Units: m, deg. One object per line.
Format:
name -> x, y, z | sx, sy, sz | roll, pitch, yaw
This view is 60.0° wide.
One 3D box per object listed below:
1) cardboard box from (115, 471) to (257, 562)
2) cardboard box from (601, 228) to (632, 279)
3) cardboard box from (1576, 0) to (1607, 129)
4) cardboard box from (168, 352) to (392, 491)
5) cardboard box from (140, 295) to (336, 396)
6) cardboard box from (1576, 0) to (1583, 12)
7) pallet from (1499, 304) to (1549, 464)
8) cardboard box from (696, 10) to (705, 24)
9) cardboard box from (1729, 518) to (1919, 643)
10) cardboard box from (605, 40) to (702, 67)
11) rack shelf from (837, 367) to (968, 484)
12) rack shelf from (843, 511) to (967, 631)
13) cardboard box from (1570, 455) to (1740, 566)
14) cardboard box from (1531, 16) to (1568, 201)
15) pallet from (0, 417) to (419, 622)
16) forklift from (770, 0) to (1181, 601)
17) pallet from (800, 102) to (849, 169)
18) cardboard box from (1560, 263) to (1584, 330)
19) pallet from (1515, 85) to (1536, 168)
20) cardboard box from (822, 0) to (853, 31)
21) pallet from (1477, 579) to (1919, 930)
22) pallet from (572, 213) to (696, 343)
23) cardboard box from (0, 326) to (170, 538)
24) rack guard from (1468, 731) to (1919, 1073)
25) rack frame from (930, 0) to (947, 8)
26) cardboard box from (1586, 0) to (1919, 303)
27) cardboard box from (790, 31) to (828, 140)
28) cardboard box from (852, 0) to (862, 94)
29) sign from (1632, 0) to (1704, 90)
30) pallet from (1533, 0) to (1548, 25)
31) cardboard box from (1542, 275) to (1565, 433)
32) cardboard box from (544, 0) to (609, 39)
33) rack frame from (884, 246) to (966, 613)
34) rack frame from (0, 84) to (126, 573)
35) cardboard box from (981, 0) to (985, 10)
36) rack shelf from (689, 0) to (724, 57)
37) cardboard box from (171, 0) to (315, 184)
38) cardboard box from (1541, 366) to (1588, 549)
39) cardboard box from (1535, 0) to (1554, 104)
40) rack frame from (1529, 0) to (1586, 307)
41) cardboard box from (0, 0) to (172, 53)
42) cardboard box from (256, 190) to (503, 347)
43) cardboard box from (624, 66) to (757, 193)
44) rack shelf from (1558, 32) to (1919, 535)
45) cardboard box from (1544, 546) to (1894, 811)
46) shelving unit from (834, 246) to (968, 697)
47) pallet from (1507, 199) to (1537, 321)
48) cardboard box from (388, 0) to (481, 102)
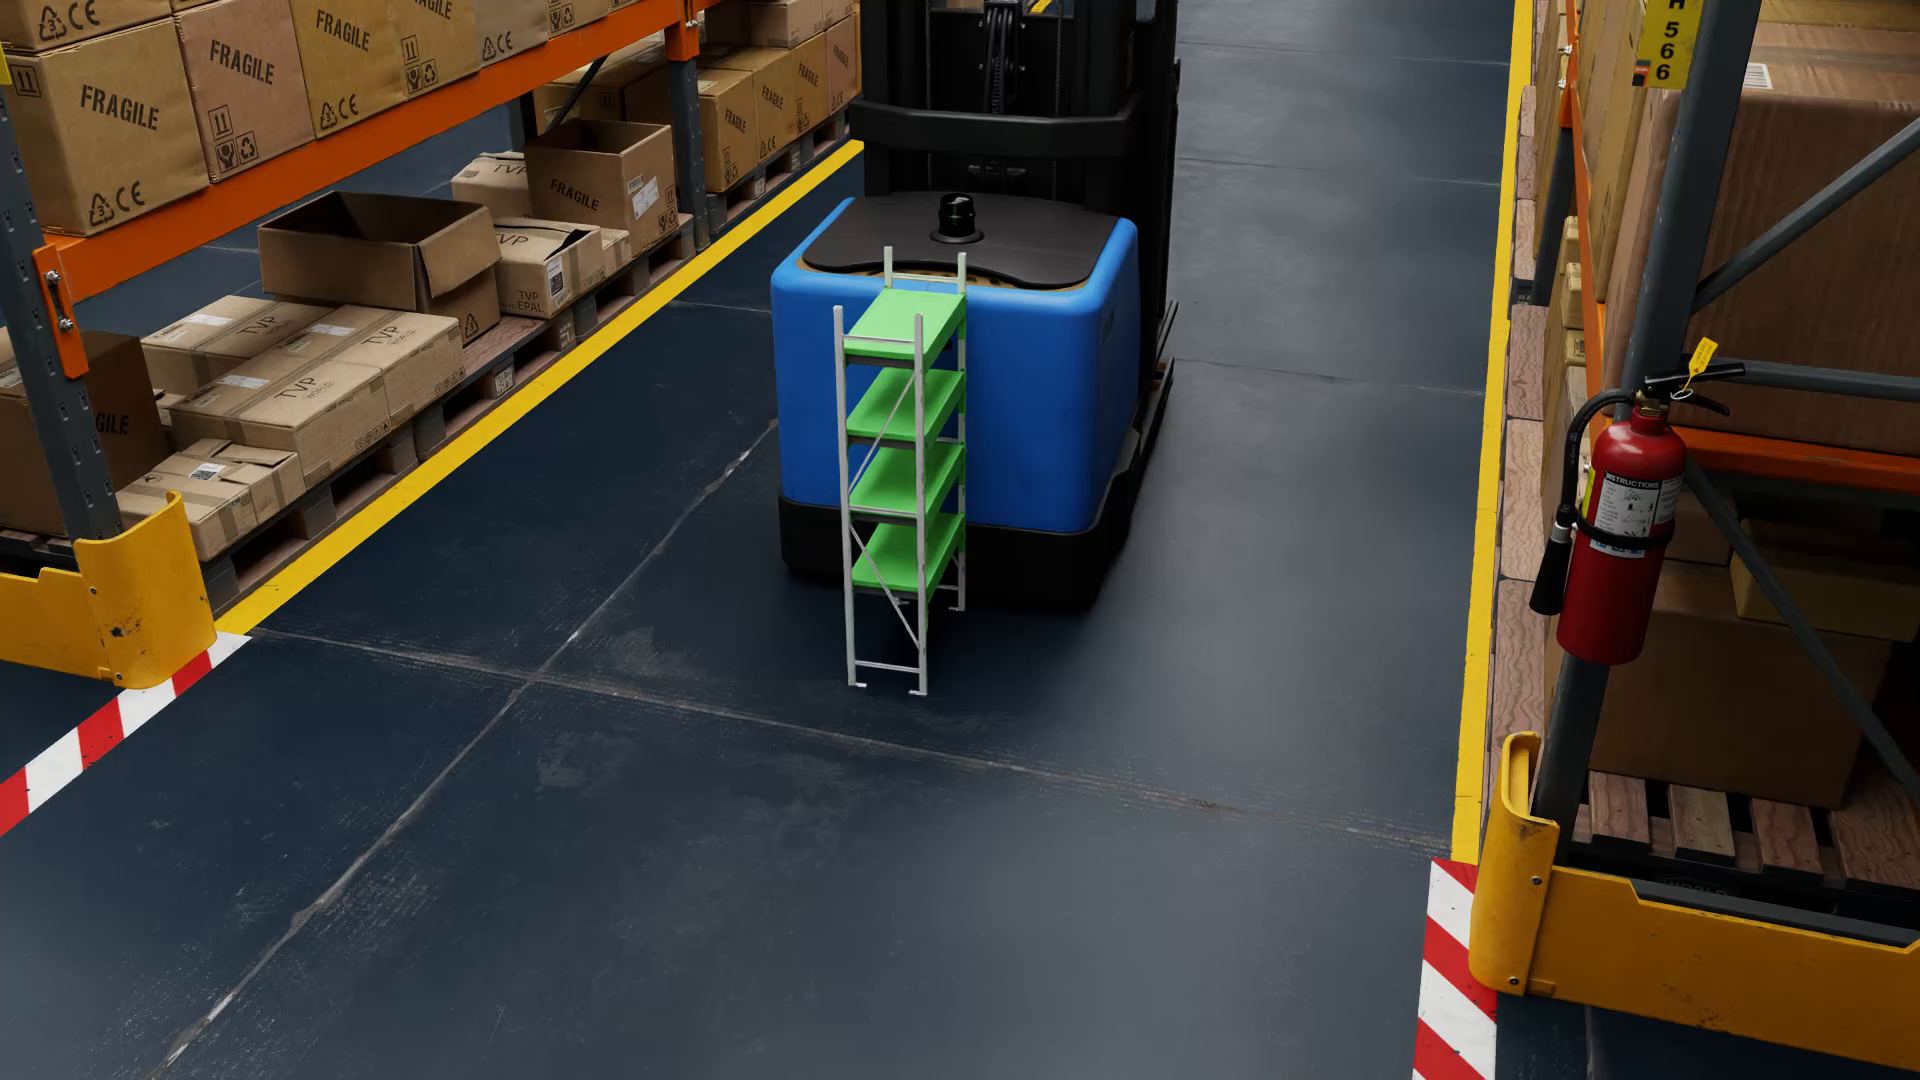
cardboard box -> -2.483, -0.077, 5.283 | 0.380, 0.149, 0.250 | 8, 30, 15
cardboard box -> -1.709, -1.302, 7.485 | 0.380, 0.149, 0.250 | 8, 30, 15
cardboard box -> 2.582, -1.681, 5.379 | 0.980, 0.700, 0.700 | 8, 30, 14
cardboard box -> -2.357, -0.420, 5.795 | 0.500, 0.250, 0.500 | 8, 30, 15
cardboard box -> -2.703, -0.701, 6.300 | 0.500, 0.250, 0.500 | 8, 30, 15
cardboard box -> 2.856, -2.356, 7.137 | 0.380, 0.149, 0.250 | 9, 30, 16
pallet -> 2.678, -0.578, 6.572 | 1.003, 0.211, 1.213 | 8, 30, 15
cardboard box -> -1.442, -2.912, 10.018 | 0.500, 0.500, 0.500 | 7, 30, 13
cardboard box -> 2.066, 0.093, 3.970 | 0.380, 0.149, 0.250 | 9, 30, 15
cardboard box -> -1.736, -2.442, 9.174 | 0.500, 0.500, 0.500 | 9, 30, 15
rack shelf -> -0.158, -0.347, 4.777 | 0.258, 0.148, 0.480 | 7, 30, 12
rack shelf -> -0.158, 0.072, 5.011 | 0.258, 0.148, 0.480 | 7, 30, 12
cardboard box -> 1.775, -0.080, 4.280 | 0.380, 0.149, 0.250 | 8, 30, 14
cardboard box -> 3.301, -2.117, 8.249 | 0.750, 0.750, 0.750 | 9, 30, 16
pallet -> -2.679, -0.172, 5.842 | 1.003, 0.211, 1.213 | 8, 30, 15
forklift -> 0.252, -1.789, 5.950 | 1.130, 2.935, 3.031 | 7, 30, 12
pallet -> -1.202, -2.577, 10.166 | 1.003, 0.211, 1.213 | 8, 30, 15
cardboard box -> 2.231, -0.805, 5.583 | 0.380, 0.149, 0.250 | 8, 30, 13
pallet -> 3.847, -2.423, 9.889 | 1.003, 0.211, 1.213 | 8, 30, 15
cardboard box -> -0.945, -3.159, 9.691 | 0.500, 0.250, 0.500 | 8, 30, 14
pallet -> 1.962, 0.556, 4.533 | 1.003, 0.211, 1.213 | 8, 30, 15
pallet -> -1.963, -1.306, 7.881 | 1.003, 0.211, 1.213 | 8, 30, 15
cardboard box -> -3.010, -0.373, 5.453 | 0.500, 0.500, 0.500 | 8, 30, 15
rack guard -> 1.795, 0.824, 3.755 | 1.175, 0.500, 0.348 | 8, 30, 15
rack frame -> -0.586, -4.703, 11.118 | 1.000, 3.000, 0.127 | 8, 30, 15
cardboard box -> 2.145, -0.989, 4.134 | 0.980, 0.700, 0.700 | 8, 30, 14
cardboard box -> -1.086, -2.614, 9.483 | 0.500, 0.500, 0.500 | 9, 30, 15
cardboard box -> -0.789, -3.094, 10.345 | 0.500, 0.500, 0.500 | 7, 30, 13
sign -> 1.287, -0.973, 2.979 | 0.100, 0.325, 0.005 | 8, 30, 15
pallet -> 5.097, -4.276, 13.219 | 1.003, 0.211, 1.213 | 8, 30, 15
cardboard box -> 2.508, -0.664, 5.997 | 0.700, 0.500, 0.500 | 8, 30, 14
cardboard box -> -1.812, -2.379, 6.838 | 0.500, 0.500, 0.500 | 9, 30, 16
rack frame -> -0.101, -0.309, 5.070 | 0.240, 1.200, 0.015 | 7, 30, 12
rack frame -> -2.934, -0.985, 4.435 | 1.000, 3.000, 0.127 | 8, 30, 15
cardboard box -> -0.005, -4.120, 12.467 | 0.500, 0.250, 0.500 | 8, 30, 13
rack shelf -> -1.173, -3.459, 9.622 | 1.077, 0.370, 4.000 | 8, 30, 15
cardboard box -> -2.406, -1.438, 5.146 | 0.500, 0.500, 0.500 | 8, 30, 14
cardboard box -> 2.206, -0.177, 5.122 | 0.700, 0.500, 0.500 | 8, 30, 13
cardboard box -> 3.809, -2.919, 9.690 | 0.750, 0.750, 0.750 | 8, 30, 14
rack frame -> 2.976, -2.139, 6.509 | 1.000, 3.000, 0.127 | 8, 30, 15
cardboard box -> -2.552, -1.634, 4.470 | 0.500, 0.500, 0.500 | 9, 30, 16
cardboard box -> -2.307, -1.071, 6.705 | 0.797, 0.503, 0.637 | 8, 30, 15
cardboard box -> -1.385, -2.134, 8.619 | 0.500, 0.500, 0.500 | 7, 30, 13
rack shelf -> 2.389, -0.895, 5.013 | 1.077, 0.370, 4.000 | 8, 30, 15
cardboard box -> 1.912, 0.290, 4.283 | 0.700, 0.500, 0.500 | 8, 30, 15
shelving unit -> -0.158, -0.193, 4.863 | 0.258, 1.200, 0.503 | 7, 30, 12
pallet -> 3.131, -1.289, 7.851 | 1.003, 0.211, 1.213 | 8, 30, 15
cardboard box -> -2.107, -1.903, 5.982 | 0.500, 0.500, 0.500 | 9, 30, 16
